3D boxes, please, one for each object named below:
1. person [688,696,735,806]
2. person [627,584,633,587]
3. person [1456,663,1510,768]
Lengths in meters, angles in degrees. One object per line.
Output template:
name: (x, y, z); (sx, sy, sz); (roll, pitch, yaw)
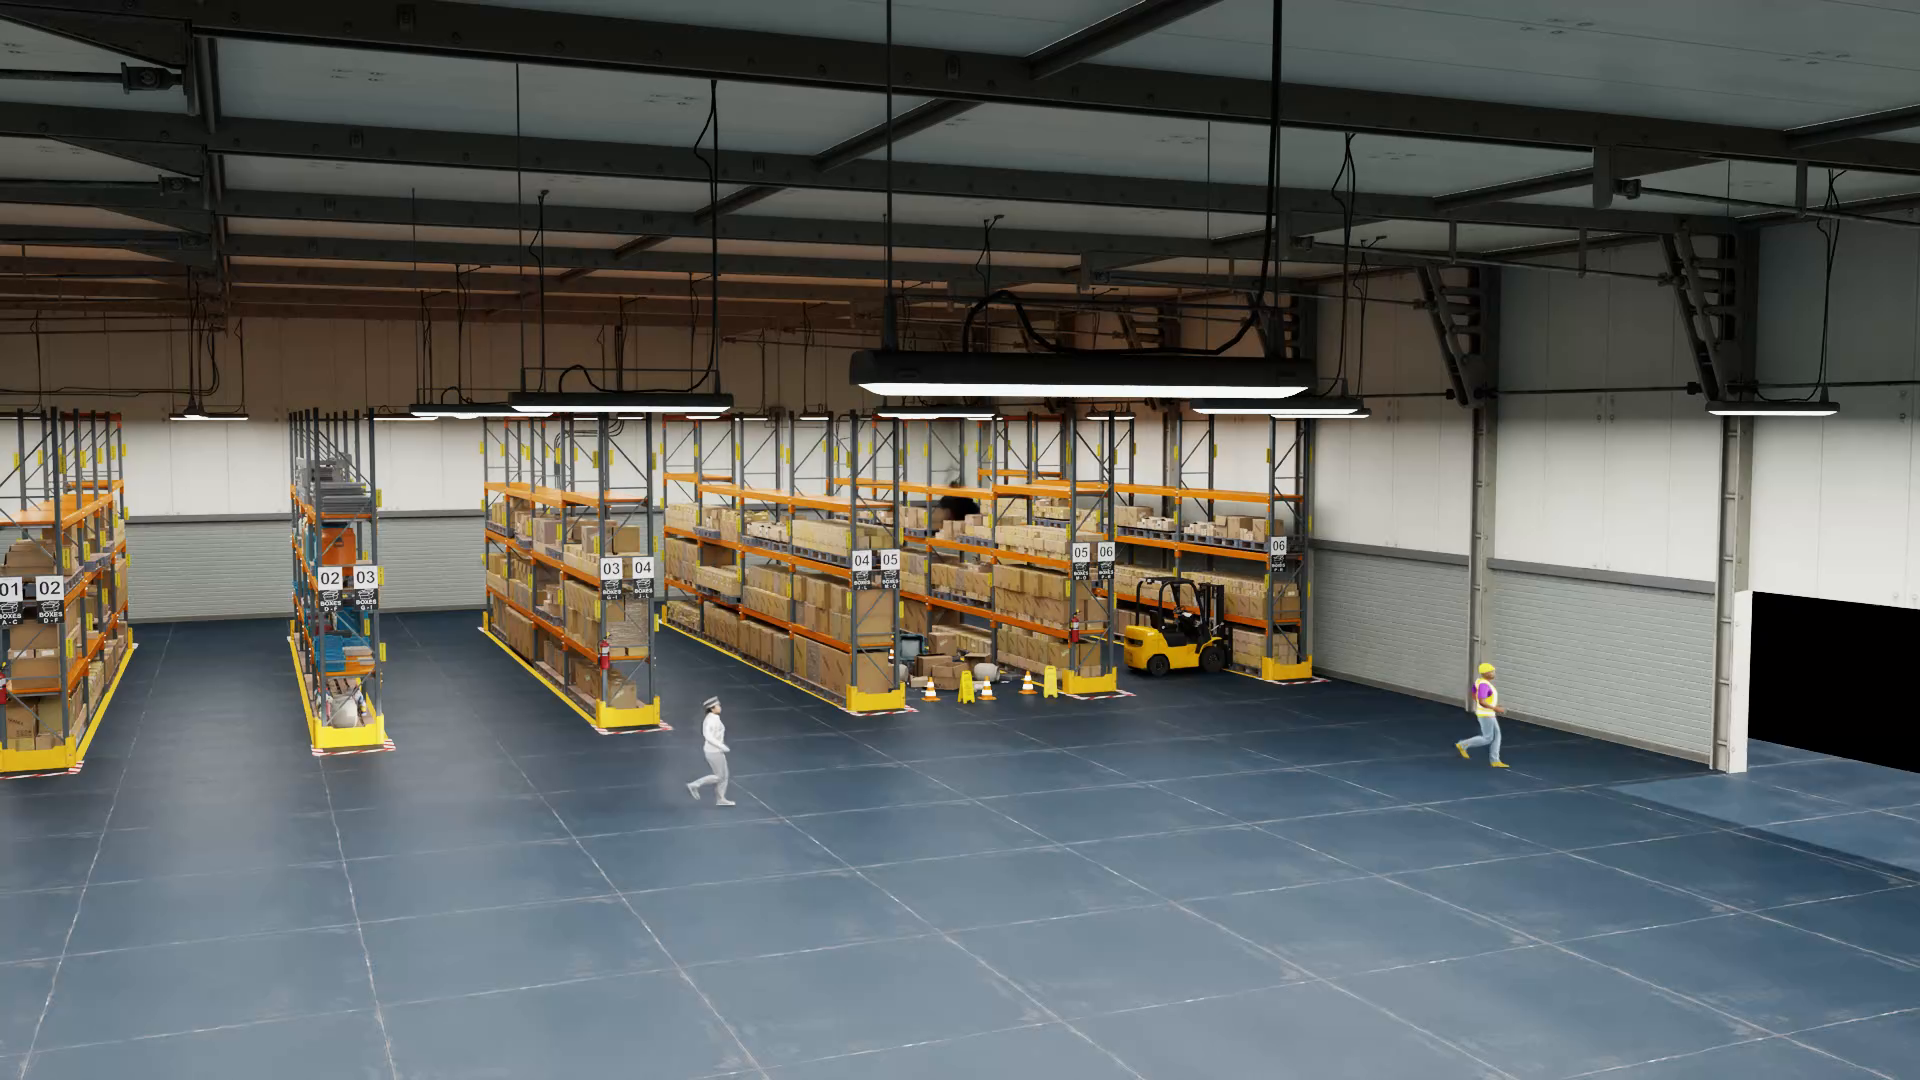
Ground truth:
person: (-3.715, 3.152, 24.814); (0.700, 1.657, 0.605); (-1, 4, -9)
person: (-9.605, 1.508, 47.263); (0.688, 1.612, 0.708); (0, 4, -4)
person: (8.723, 2.919, 27.690); (0.868, 1.751, 0.697); (1, 4, 17)
